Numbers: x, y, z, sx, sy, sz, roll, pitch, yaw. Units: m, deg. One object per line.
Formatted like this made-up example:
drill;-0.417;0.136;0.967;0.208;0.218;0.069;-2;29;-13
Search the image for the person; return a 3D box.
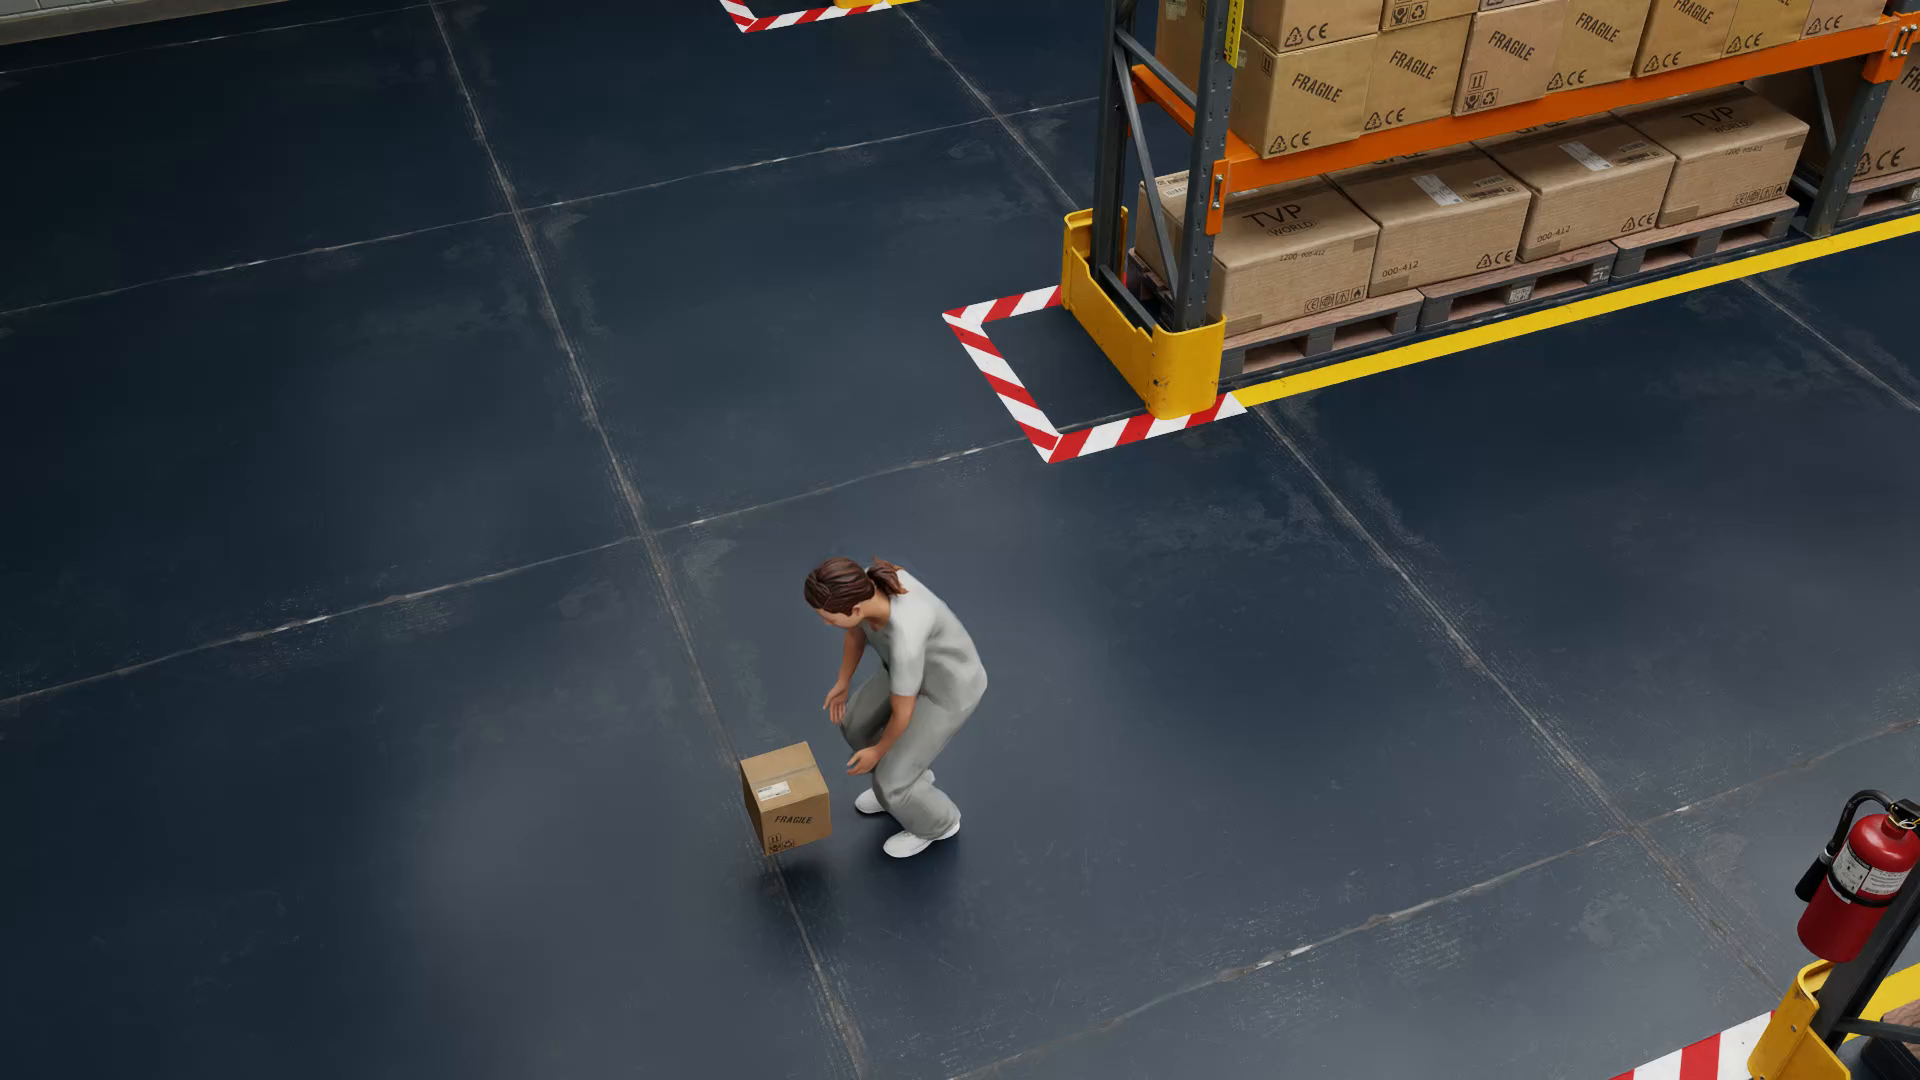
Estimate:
person;-0.206;0.550;5.745;0.615;1.418;0.490;-15;44;-16
